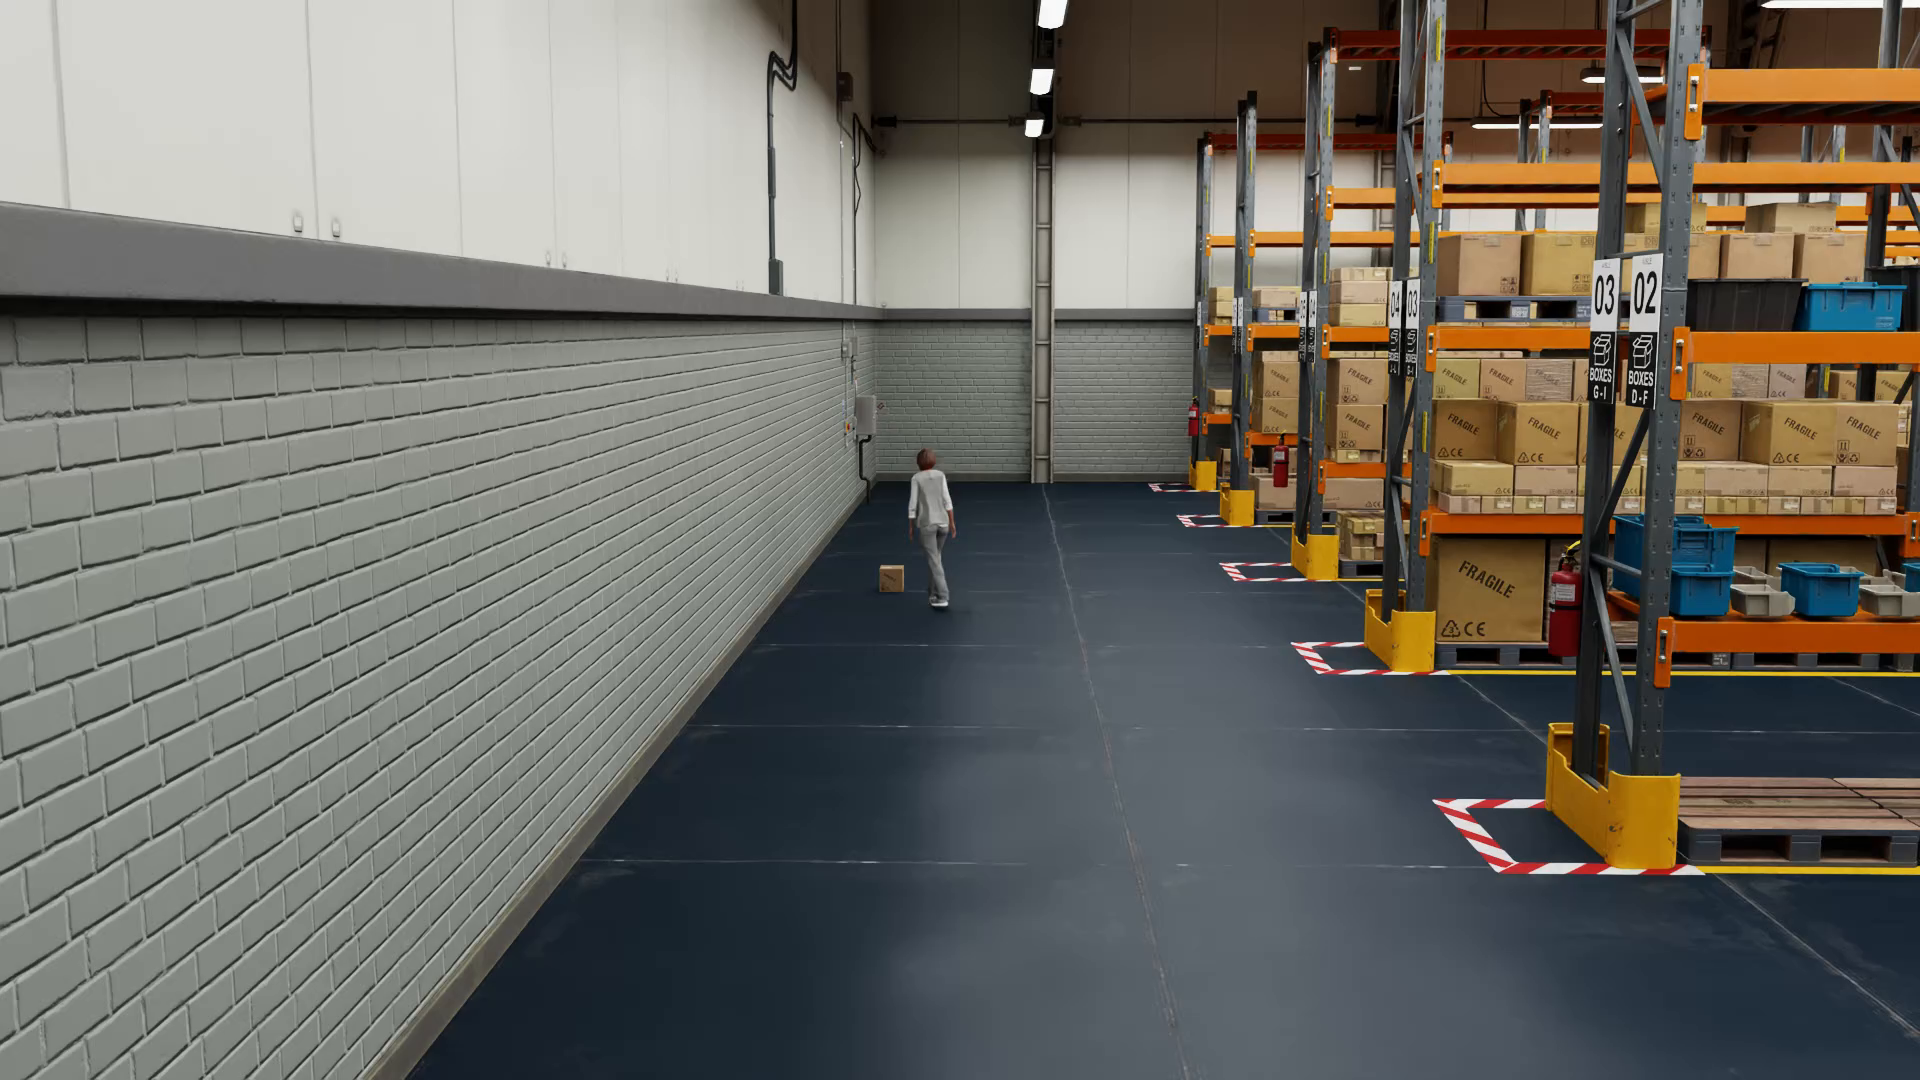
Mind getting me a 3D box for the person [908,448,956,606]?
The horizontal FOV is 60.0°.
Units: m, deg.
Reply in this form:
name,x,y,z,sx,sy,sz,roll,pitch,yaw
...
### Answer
name,x,y,z,sx,sy,sz,roll,pitch,yaw
person,-0.286,-0.104,16.699,0.443,1.620,0.601,-4,9,-29
